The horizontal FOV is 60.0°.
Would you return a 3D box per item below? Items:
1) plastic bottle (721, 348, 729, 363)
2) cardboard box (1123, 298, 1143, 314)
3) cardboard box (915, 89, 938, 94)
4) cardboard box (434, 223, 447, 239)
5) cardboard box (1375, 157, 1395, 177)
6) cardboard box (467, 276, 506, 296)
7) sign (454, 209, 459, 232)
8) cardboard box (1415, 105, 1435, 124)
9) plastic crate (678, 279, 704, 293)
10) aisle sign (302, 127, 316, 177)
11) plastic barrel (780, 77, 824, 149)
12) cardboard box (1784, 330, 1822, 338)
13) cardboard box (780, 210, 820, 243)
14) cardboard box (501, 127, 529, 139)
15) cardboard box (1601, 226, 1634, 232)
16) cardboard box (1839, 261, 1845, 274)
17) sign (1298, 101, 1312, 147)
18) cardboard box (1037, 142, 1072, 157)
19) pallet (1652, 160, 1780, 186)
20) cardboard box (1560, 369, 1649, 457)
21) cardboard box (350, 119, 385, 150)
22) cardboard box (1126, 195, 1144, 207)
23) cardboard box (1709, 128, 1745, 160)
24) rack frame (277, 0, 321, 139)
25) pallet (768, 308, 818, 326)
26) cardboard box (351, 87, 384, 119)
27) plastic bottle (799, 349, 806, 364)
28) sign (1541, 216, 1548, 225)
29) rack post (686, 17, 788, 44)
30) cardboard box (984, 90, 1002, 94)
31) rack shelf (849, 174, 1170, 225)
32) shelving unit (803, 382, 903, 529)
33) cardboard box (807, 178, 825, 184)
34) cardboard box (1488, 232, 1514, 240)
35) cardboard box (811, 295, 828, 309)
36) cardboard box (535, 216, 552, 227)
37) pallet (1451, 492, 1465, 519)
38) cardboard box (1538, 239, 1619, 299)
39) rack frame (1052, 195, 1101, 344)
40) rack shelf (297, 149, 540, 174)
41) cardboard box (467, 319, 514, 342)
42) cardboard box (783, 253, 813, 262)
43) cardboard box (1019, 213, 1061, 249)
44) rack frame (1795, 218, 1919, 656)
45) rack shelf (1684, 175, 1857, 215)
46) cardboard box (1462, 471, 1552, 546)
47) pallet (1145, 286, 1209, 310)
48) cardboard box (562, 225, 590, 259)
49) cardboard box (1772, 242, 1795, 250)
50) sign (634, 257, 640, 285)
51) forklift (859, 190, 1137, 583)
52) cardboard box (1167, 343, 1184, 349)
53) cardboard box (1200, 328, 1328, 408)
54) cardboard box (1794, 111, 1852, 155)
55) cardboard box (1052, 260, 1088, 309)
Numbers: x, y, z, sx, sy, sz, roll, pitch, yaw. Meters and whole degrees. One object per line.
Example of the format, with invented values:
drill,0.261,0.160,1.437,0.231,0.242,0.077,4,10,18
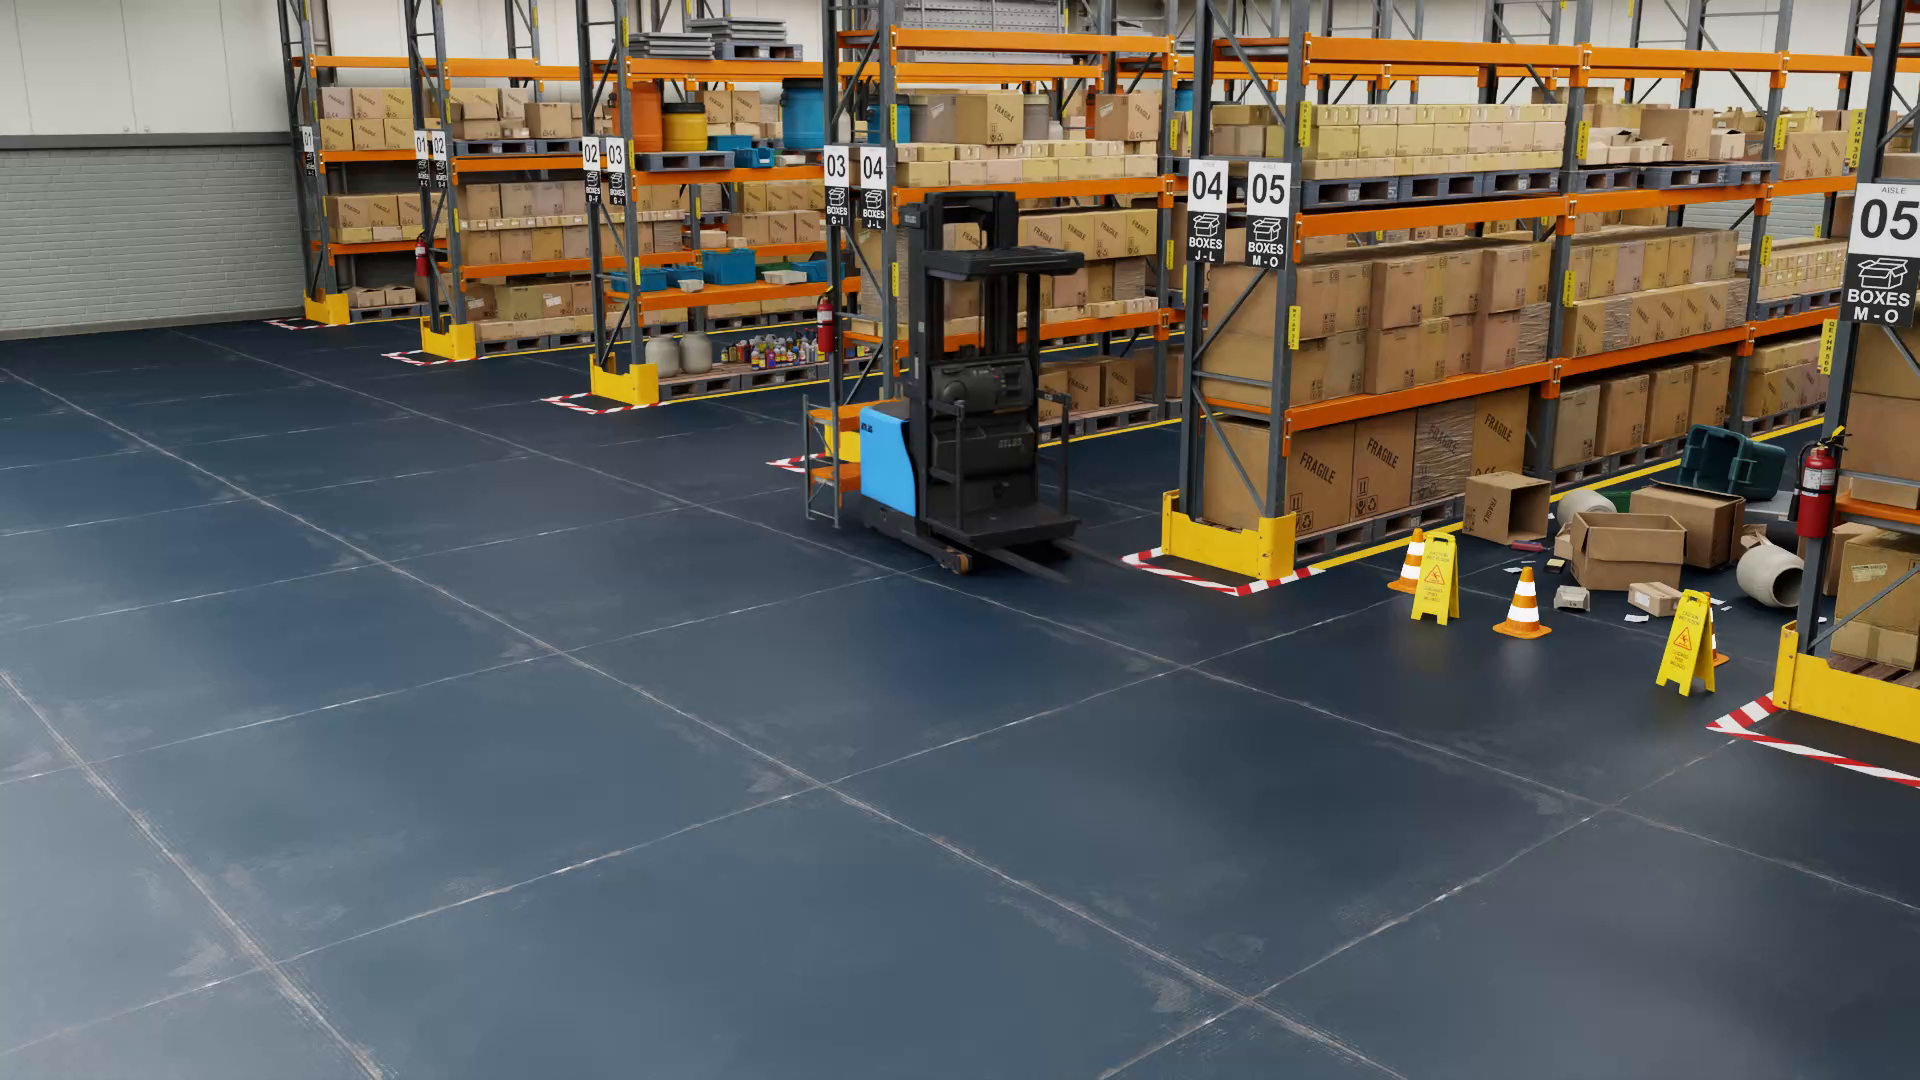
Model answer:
plastic bottle,-3.149,-2.474,22.268,0.097,0.201,0.097,0,15,0
cardboard box,1.858,-2.674,18.936,0.250,0.149,0.380,-13,19,-39
cardboard box,-0.742,-7.676,29.232,0.500,0.500,0.500,-13,19,-39
cardboard box,-9.020,-5.364,28.772,0.500,0.250,0.500,-12,19,-39
cardboard box,3.225,-2.973,13.234,0.250,0.149,0.380,-12,19,-39
cardboard box,-8.489,-4.644,29.815,0.500,0.500,0.500,14,21,43
sign,-7.136,-4.529,23.561,0.005,0.325,0.100,-13,19,-39
cardboard box,3.605,-3.443,13.451,0.250,0.149,0.380,-13,20,-40
plastic crate,-3.360,-3.178,20.846,0.250,0.136,0.298,-13,19,-39
aisle sign,-10.607,-6.331,27.100,0.004,0.787,0.394,-13,19,-39
plastic barrel,-2.050,-5.641,21.957,0.708,0.901,0.600,-13,19,-39
cardboard box,10.055,-2.308,19.654,0.500,0.250,0.500,-14,20,-42
cardboard box,-2.715,-5.298,28.076,0.500,0.500,0.500,-14,20,-42
cardboard box,-6.492,-5.945,24.282,0.250,0.149,0.380,-13,19,-39
cardboard box,10.117,-4.728,25.853,0.500,0.250,0.500,-14,20,-41
cardboard box,10.279,-3.244,19.680,0.250,0.149,0.380,-14,20,-42
sign,2.544,-3.070,12.272,0.005,0.325,0.100,-13,19,-39
cardboard box,0.976,-4.164,17.731,0.250,0.149,0.380,-12,19,-37
pallet,7.768,-3.863,17.454,1.003,0.211,1.213,-12,19,-37
cardboard box,6.341,-1.348,17.031,0.750,0.750,1.050,-13,19,-39
cardboard box,-9.905,-6.744,27.642,0.500,0.500,0.500,-11,19,-36
cardboard box,3.266,-6.554,32.780,0.500,0.500,0.500,-13,20,-40
cardboard box,7.628,-4.047,16.940,0.500,0.311,0.500,-13,19,-39
rack frame,-10.750,-8.044,26.925,0.127,3.000,1.000,-13,19,-39
pallet,-3.027,-3.852,28.262,1.213,0.211,1.003,-13,19,-39
cardboard box,-9.888,-7.229,27.517,0.500,0.500,0.500,-13,20,-40
plastic bottle,-2.111,-2.450,22.180,0.097,0.201,0.097,0,15,0
sign,8.421,-4.702,23.951,0.005,0.325,0.100,-13,19,-39
rack post,-2.806,-6.413,20.966,0.954,0.300,0.937,-13,20,-40
cardboard box,0.562,-9.586,36.343,0.500,0.500,0.500,-12,19,-38
rack shelf,0.513,-3.693,17.843,4.000,0.370,1.077,-13,19,-39
shelving unit,-0.827,-0.779,14.986,1.048,1.125,0.538,-12,19,-37
cardboard box,-3.043,-7.355,33.712,0.500,0.250,0.500,-13,20,-40
cardboard box,7.506,-4.119,23.662,0.500,0.500,0.500,-12,19,-38
cardboard box,-2.465,-4.102,28.308,0.500,0.250,0.500,-12,19,-38
cardboard box,-6.280,-4.743,24.743,0.250,0.149,0.380,-14,20,-41
pallet,4.577,-0.486,15.662,1.213,0.211,1.003,-13,19,-39
cardboard box,5.959,-2.651,16.232,0.500,0.500,0.700,-13,20,-40
rack frame,1.788,-4.572,25.553,0.127,3.000,1.000,-13,19,-39
rack shelf,-9.241,-6.586,28.674,4.000,0.370,1.077,-13,19,-39
cardboard box,-6.945,-3.103,24.570,0.500,0.250,0.500,-13,19,-39
cardboard box,-3.409,-5.911,33.918,0.750,0.750,0.750,-13,20,-40
cardboard box,0.730,-3.222,17.791,0.500,0.500,0.500,-13,19,-39
rack frame,5.510,-0.323,9.647,0.127,3.000,1.000,-13,19,-39
rack shelf,9.728,-4.065,19.238,4.000,0.370,1.077,-13,19,-39
cardboard box,4.704,-0.278,14.317,0.500,0.500,0.500,-9,17,-30
pallet,2.694,-2.938,19.810,1.213,0.211,1.003,-13,19,-39
cardboard box,-5.969,-4.569,25.349,0.500,0.500,0.700,-12,19,-38
cardboard box,9.854,-3.517,20.126,0.250,0.149,0.380,-13,20,-40
sign,-3.889,-3.242,20.040,0.005,0.325,0.100,-13,19,-39
forklift,0.291,-1.273,13.337,1.130,2.935,3.031,-9,17,-29
cardboard box,2.872,-2.112,20.334,0.500,0.500,0.700,-13,20,-40
cardboard box,2.435,-1.414,13.439,0.550,0.550,0.875,-13,19,-39
cardboard box,9.985,-4.768,19.462,0.637,0.503,0.797,-13,20,-40
cardboard box,0.931,-2.876,18.433,0.500,0.500,0.875,-13,19,-39
